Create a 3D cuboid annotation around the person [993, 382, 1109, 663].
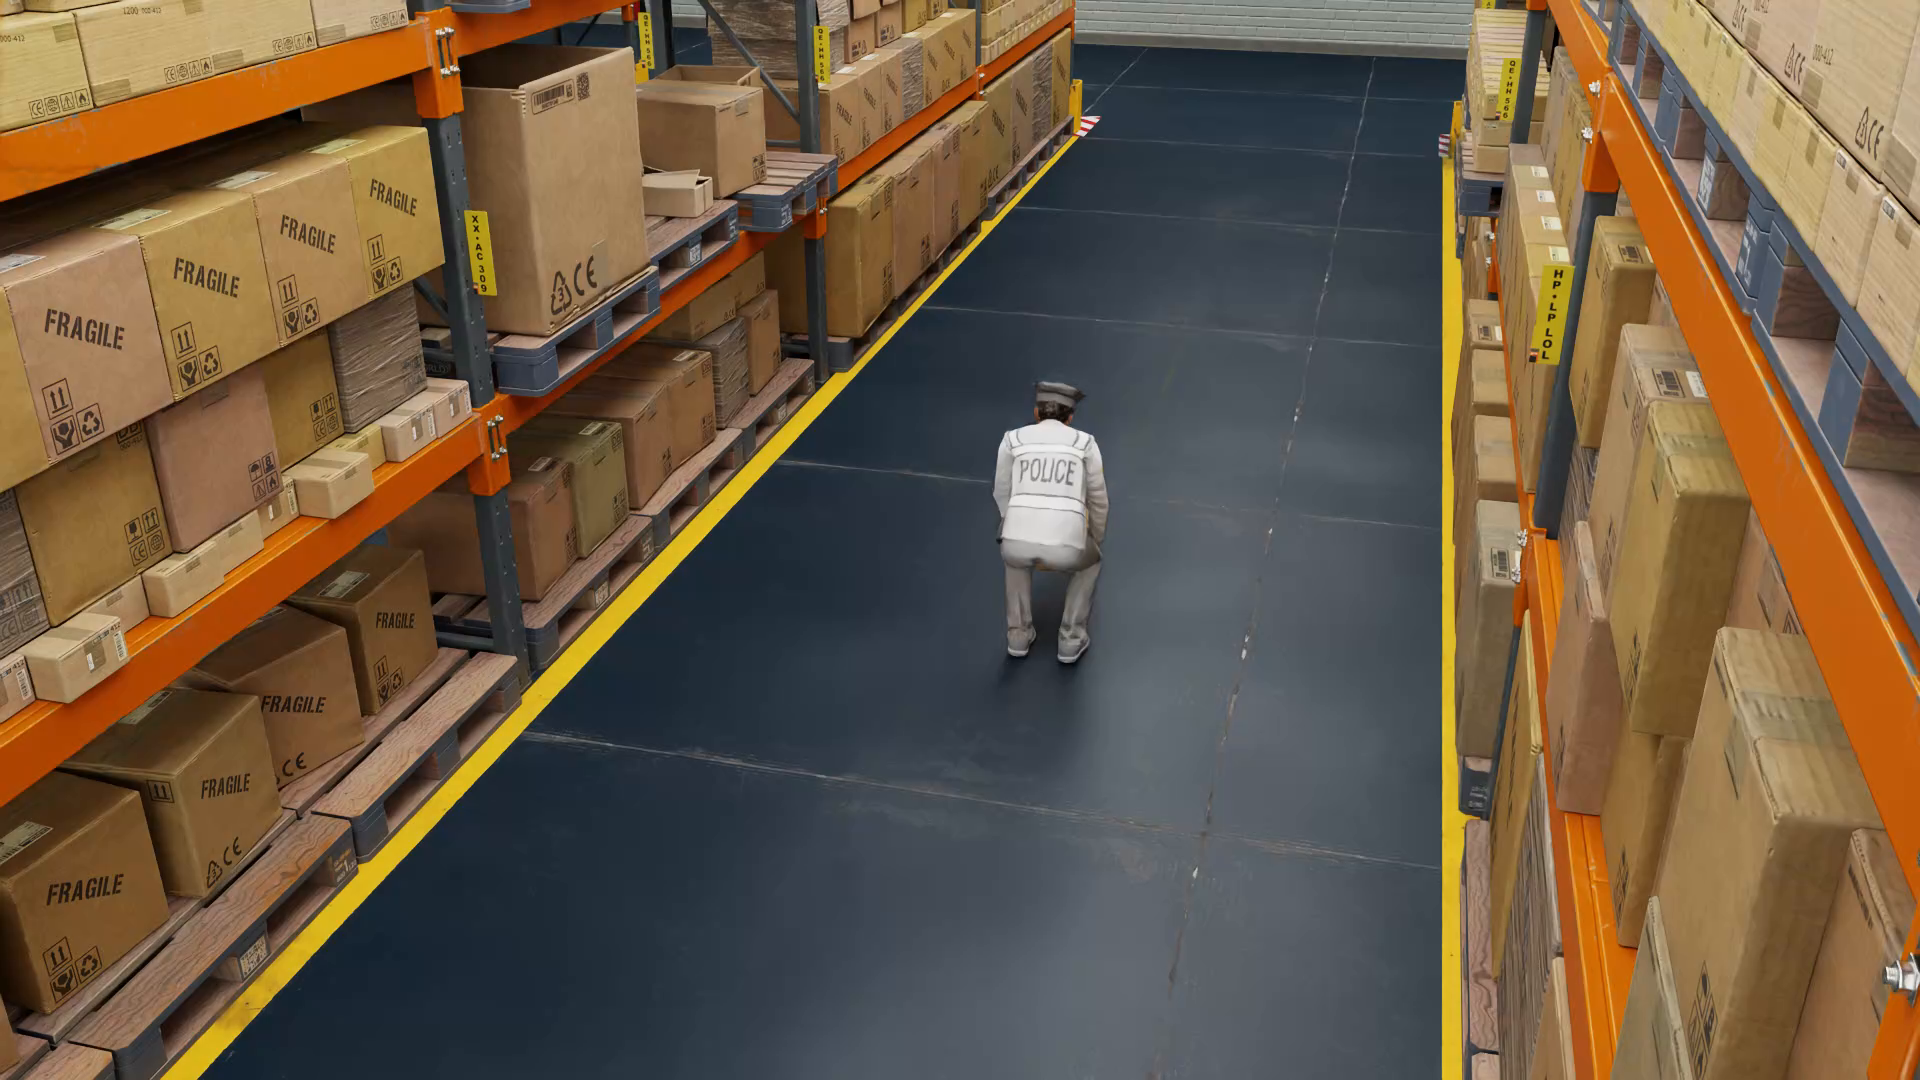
[{"bbox_3d":[0.376,-0.079,7.364,0.520,1.163,0.796,6,26,13],"label":"person"}]
